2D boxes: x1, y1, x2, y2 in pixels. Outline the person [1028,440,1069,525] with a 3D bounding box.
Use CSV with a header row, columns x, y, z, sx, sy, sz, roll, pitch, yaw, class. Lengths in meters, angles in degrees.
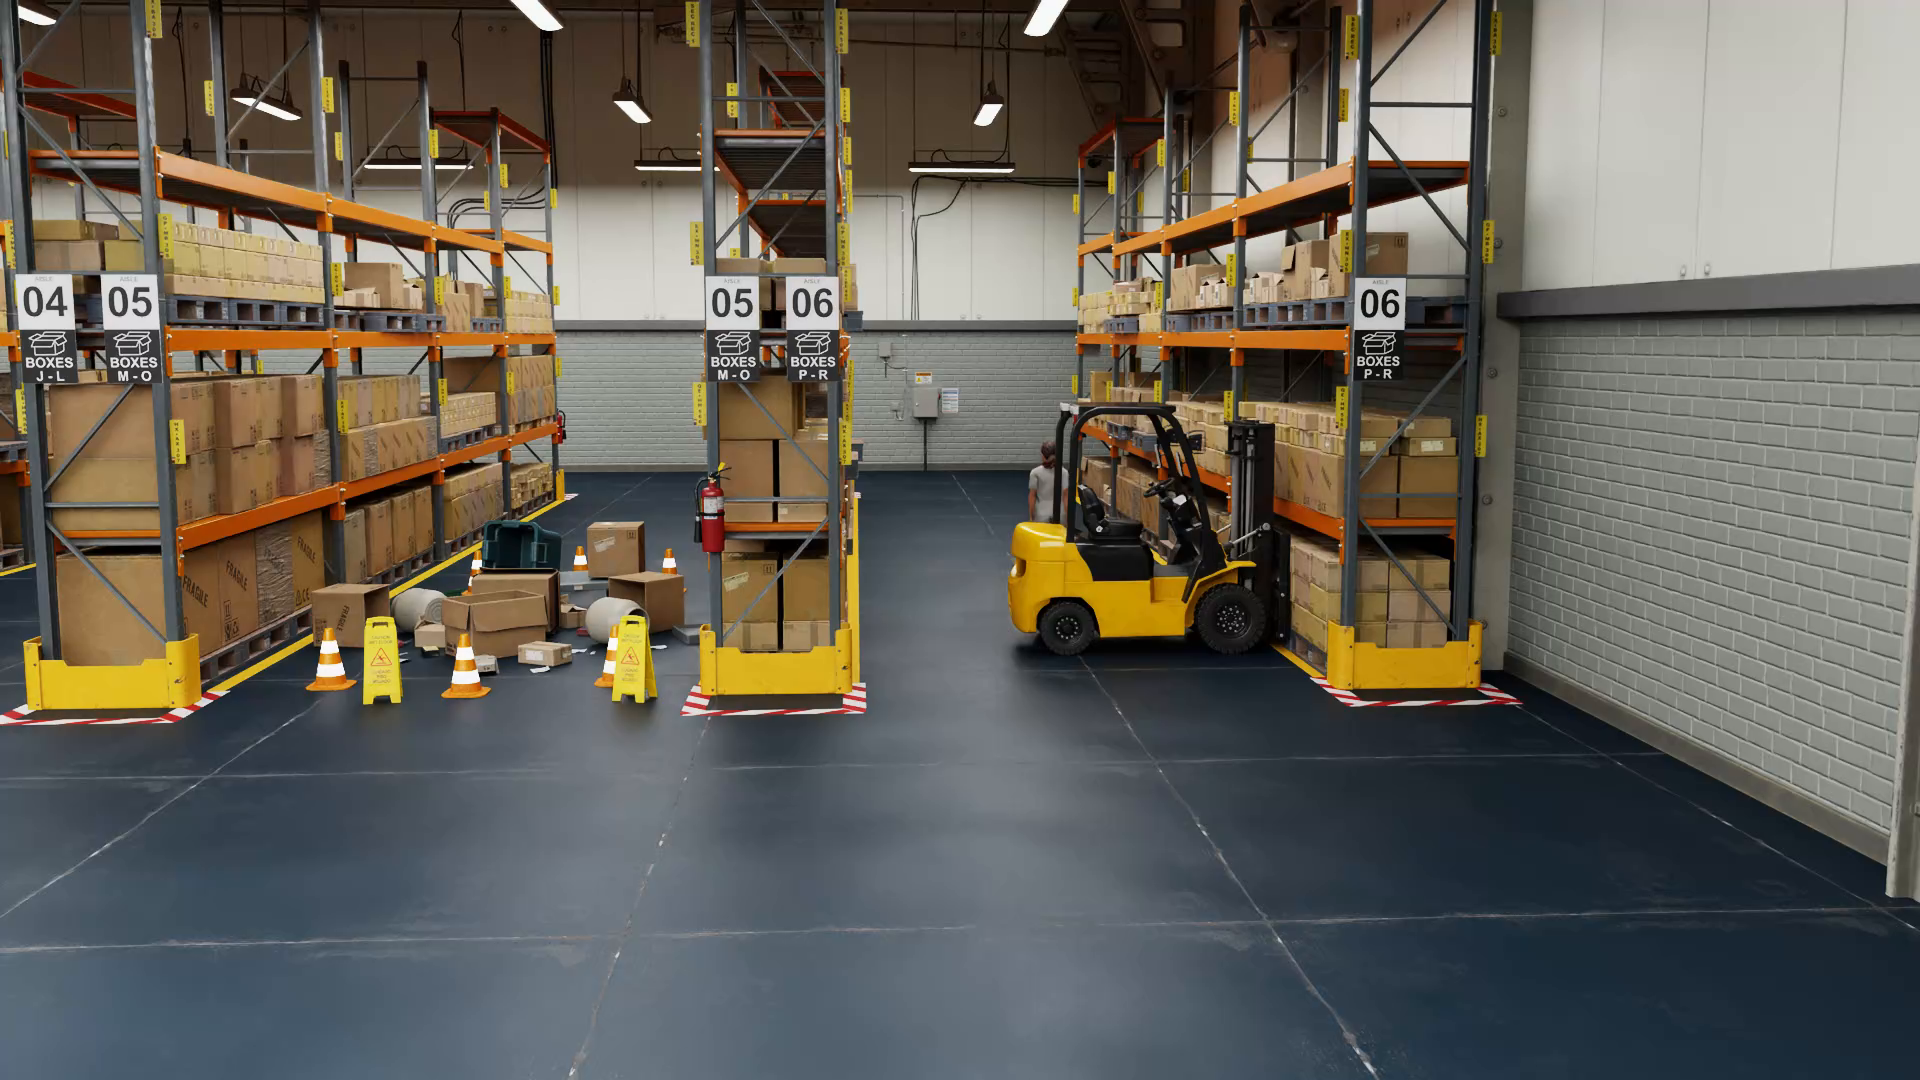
x,y,z,sx,sy,sz,roll,pitch,yaw,class
0.934,-0.214,17.525,0.436,1.676,0.375,0,7,-3,person
